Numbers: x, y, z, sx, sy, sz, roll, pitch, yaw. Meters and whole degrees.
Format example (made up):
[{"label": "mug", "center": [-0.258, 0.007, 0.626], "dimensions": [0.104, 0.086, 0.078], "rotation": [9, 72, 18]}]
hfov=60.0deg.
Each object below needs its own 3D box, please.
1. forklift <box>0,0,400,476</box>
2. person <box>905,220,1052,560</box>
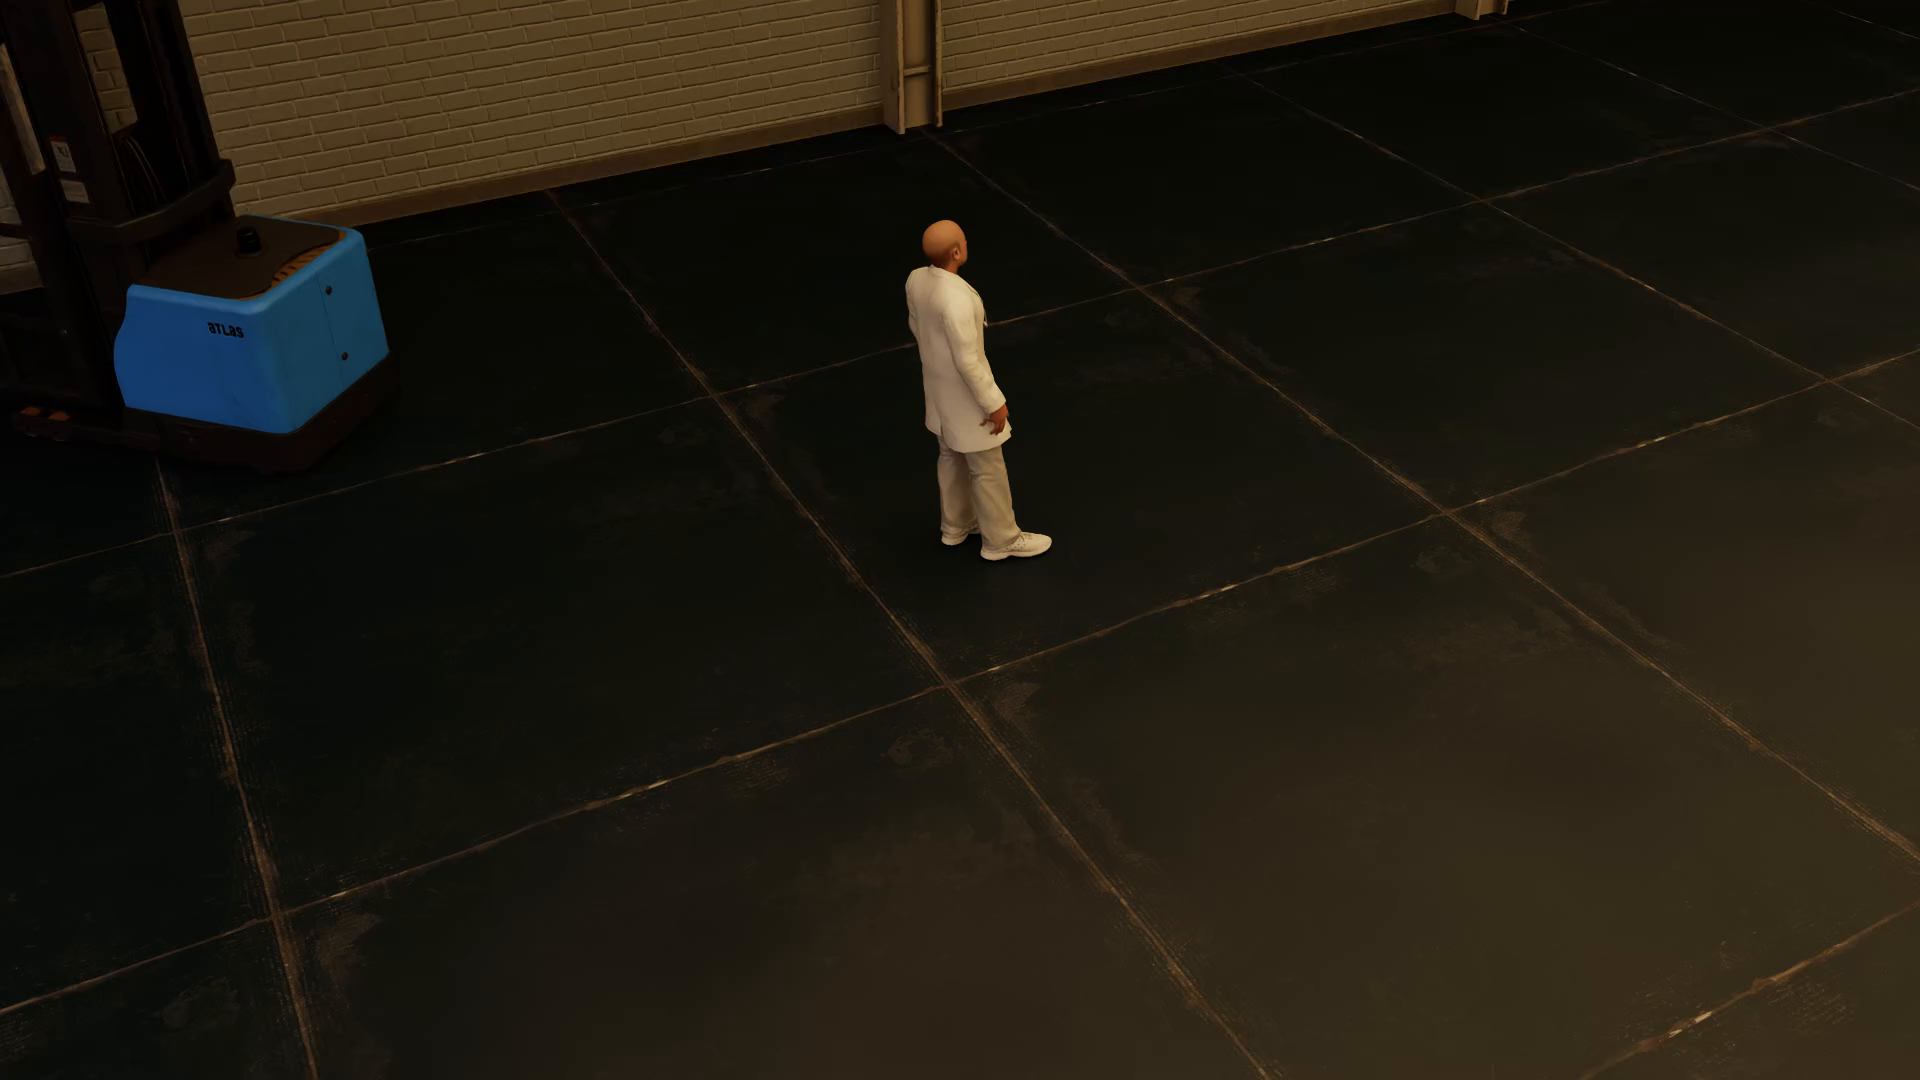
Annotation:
[{"label": "forklift", "center": [-4.876, -2.034, 9.001], "dimensions": [3.031, 2.935, 1.130], "rotation": [10, 36, 14]}, {"label": "person", "center": [0.083, -0.755, 8.177], "dimensions": [0.578, 1.778, 0.698], "rotation": [-17, 39, -23]}]
